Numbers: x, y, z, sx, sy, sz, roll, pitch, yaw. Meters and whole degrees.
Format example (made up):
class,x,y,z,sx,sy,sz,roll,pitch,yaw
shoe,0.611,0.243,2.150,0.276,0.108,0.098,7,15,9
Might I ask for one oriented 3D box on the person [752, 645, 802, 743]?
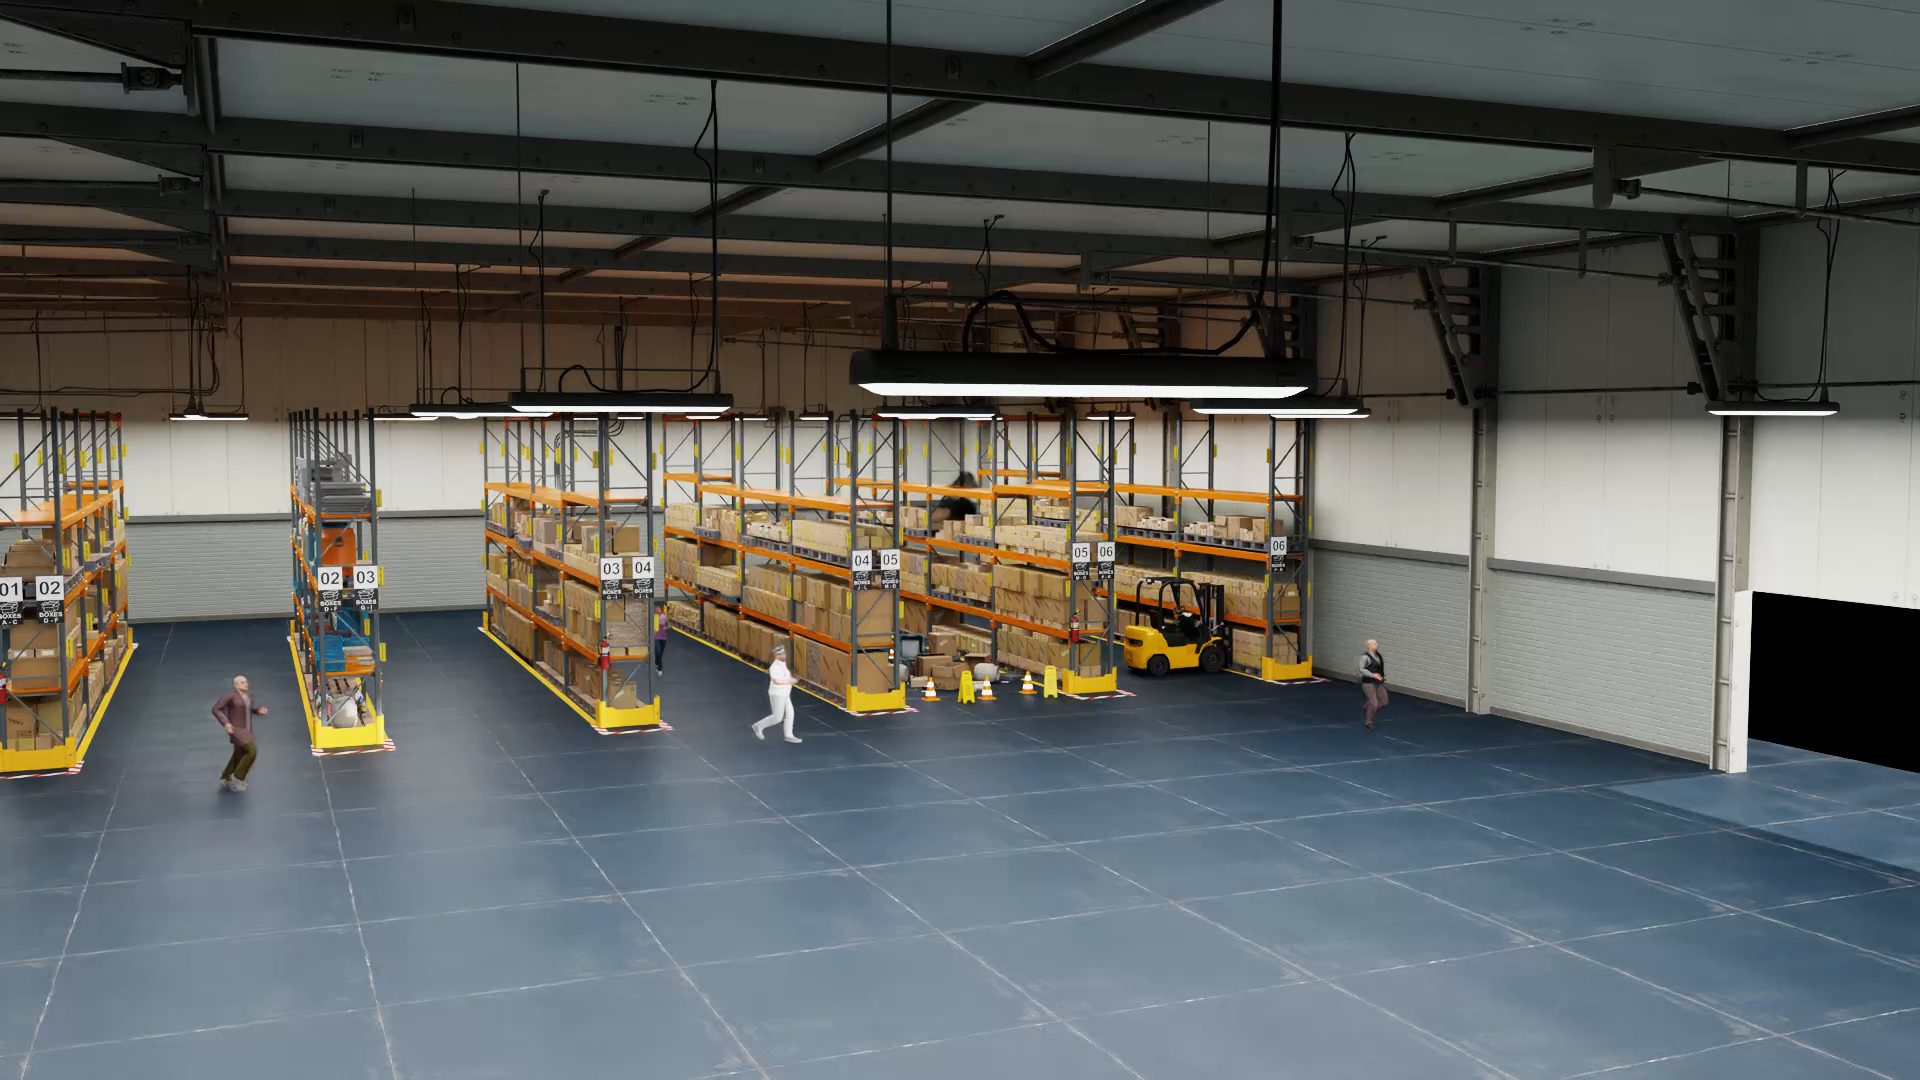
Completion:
class,x,y,z,sx,sy,sz,roll,pitch,yaw
person,-3.265,2.749,29.714,0.890,1.756,0.666,0,4,6

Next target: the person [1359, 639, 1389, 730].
class,x,y,z,sx,sy,sz,roll,pitch,yaw
person,7.748,2.701,31.160,0.698,1.687,0.591,-3,5,-37

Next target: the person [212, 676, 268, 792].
class,x,y,z,sx,sy,sz,roll,pitch,yaw
person,-11.223,3.031,26.030,0.769,1.821,0.670,1,4,9

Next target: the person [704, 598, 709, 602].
class,x,y,z,sx,sy,sz,roll,pitch,yaw
person,-7.564,1.495,49.207,0.547,1.592,0.650,1,4,11

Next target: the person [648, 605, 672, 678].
class,x,y,z,sx,sy,sz,roll,pitch,yaw
person,-6.829,2.276,37.856,0.519,1.623,0.792,-2,4,-21
